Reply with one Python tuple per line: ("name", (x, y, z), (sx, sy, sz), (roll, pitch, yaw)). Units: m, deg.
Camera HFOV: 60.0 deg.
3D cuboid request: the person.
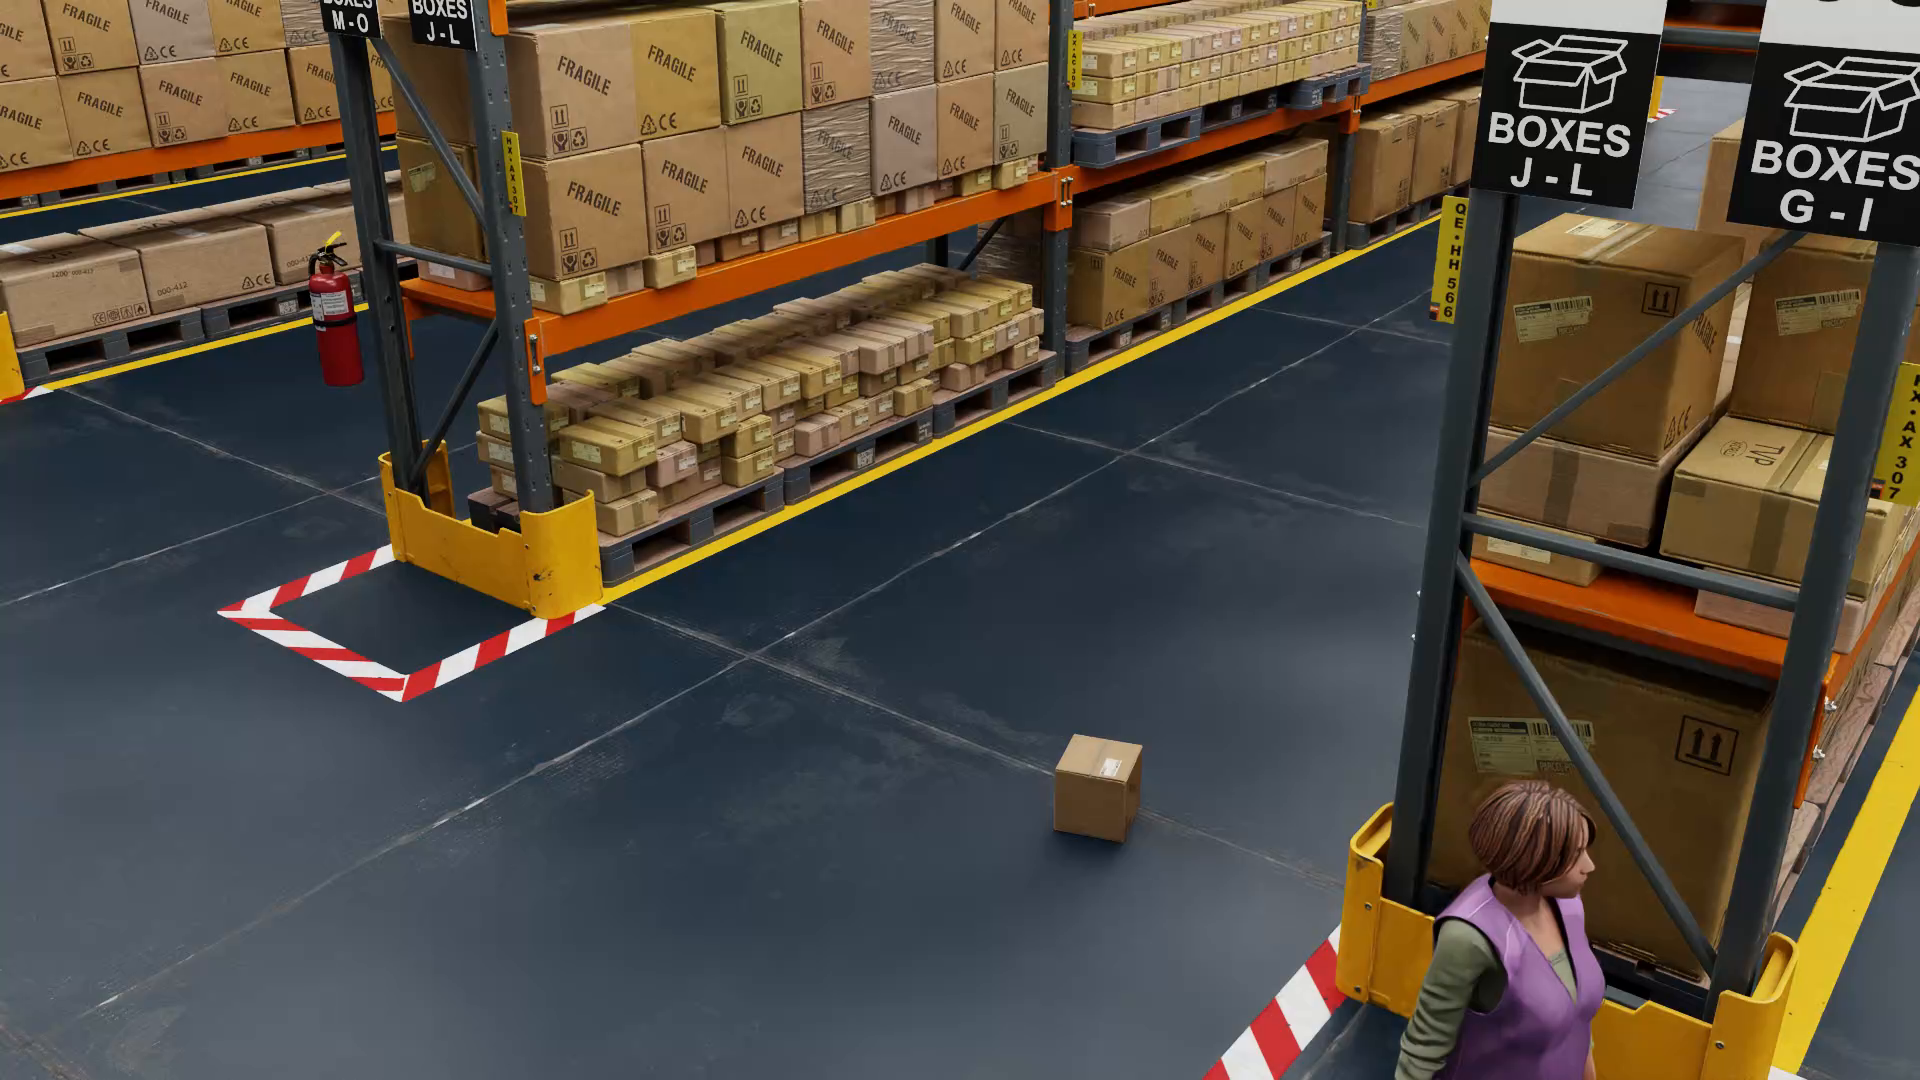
("person", (1.124, 1.205, 3.366), (0.456, 1.592, 0.751), (-21, 31, -39))
